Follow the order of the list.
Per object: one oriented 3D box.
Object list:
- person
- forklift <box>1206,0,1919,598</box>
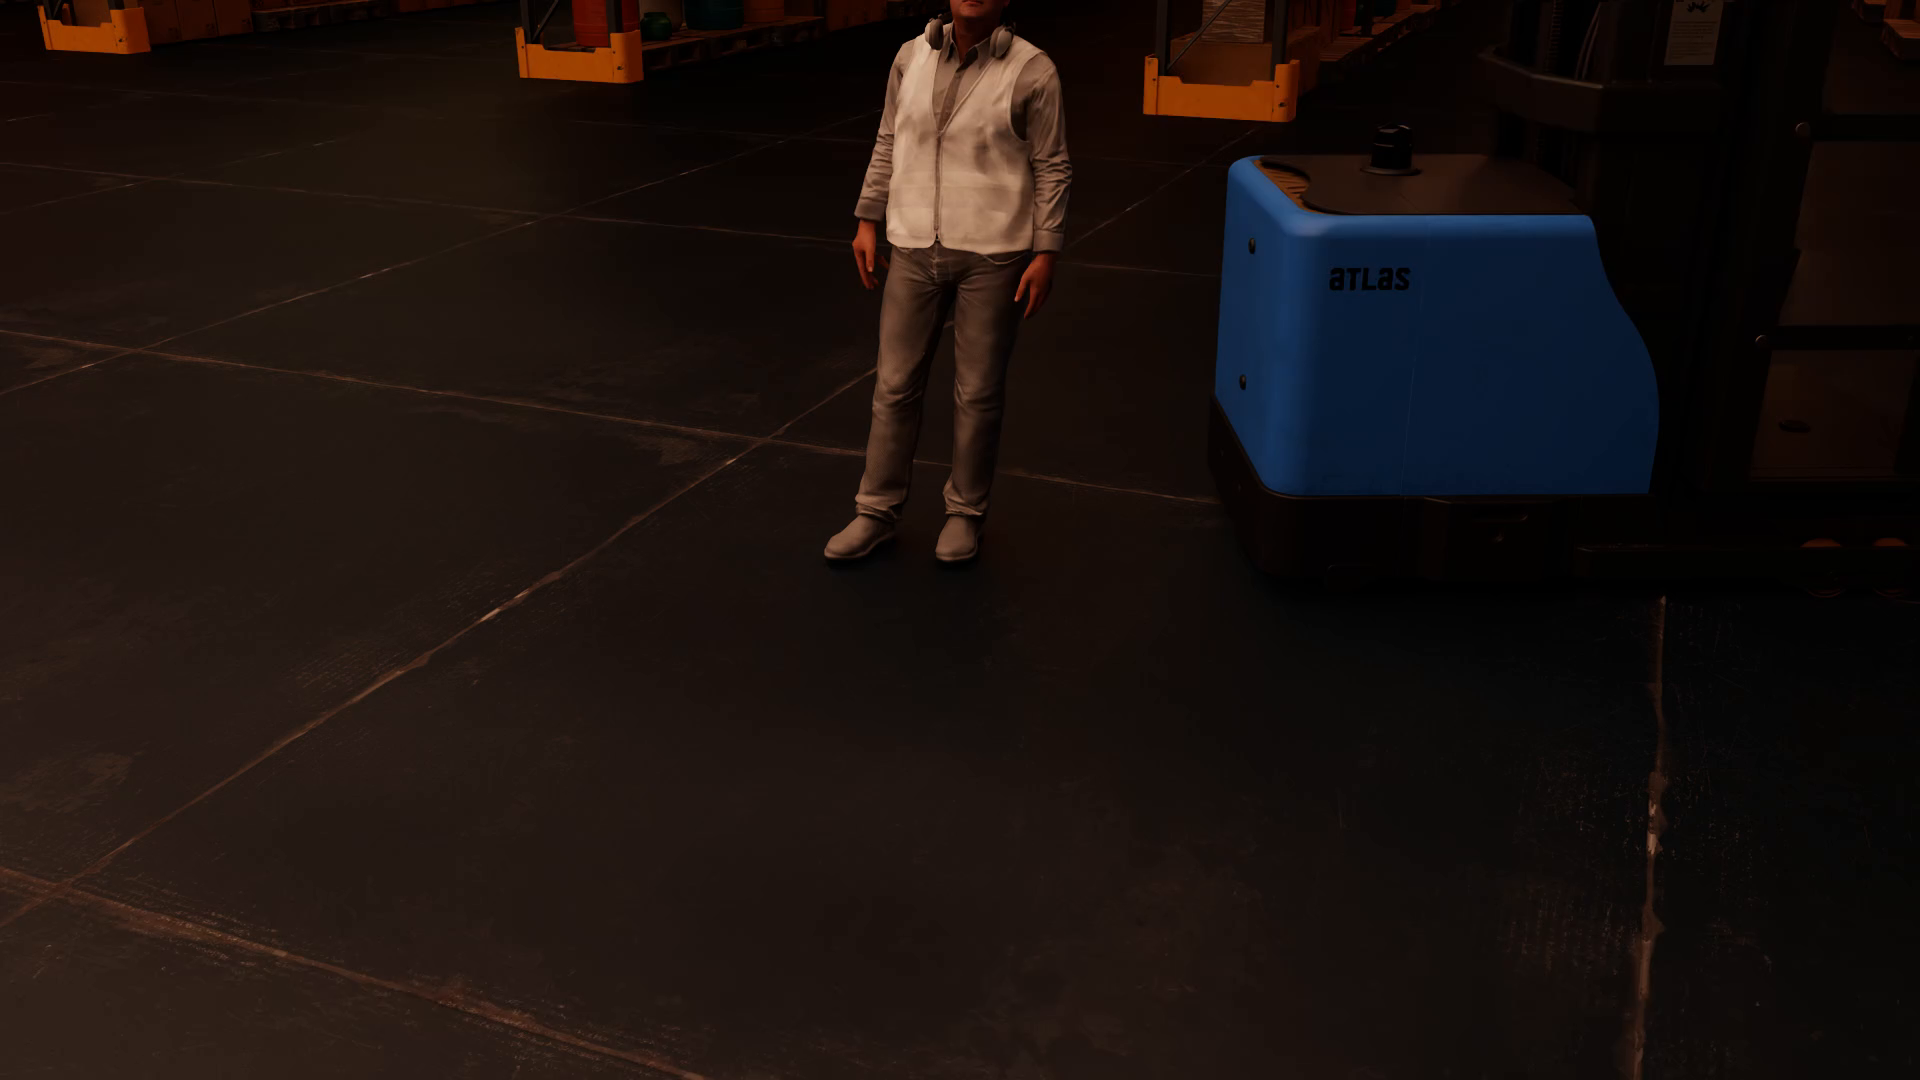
[{"bbox_3d":[-0.031,-0.804,4.697,0.633,1.775,0.566,9,24,21],"label":"person"},{"bbox_3d":[2.342,-1.393,4.625,3.031,2.935,1.130,-1,23,-1],"label":"forklift"}]
